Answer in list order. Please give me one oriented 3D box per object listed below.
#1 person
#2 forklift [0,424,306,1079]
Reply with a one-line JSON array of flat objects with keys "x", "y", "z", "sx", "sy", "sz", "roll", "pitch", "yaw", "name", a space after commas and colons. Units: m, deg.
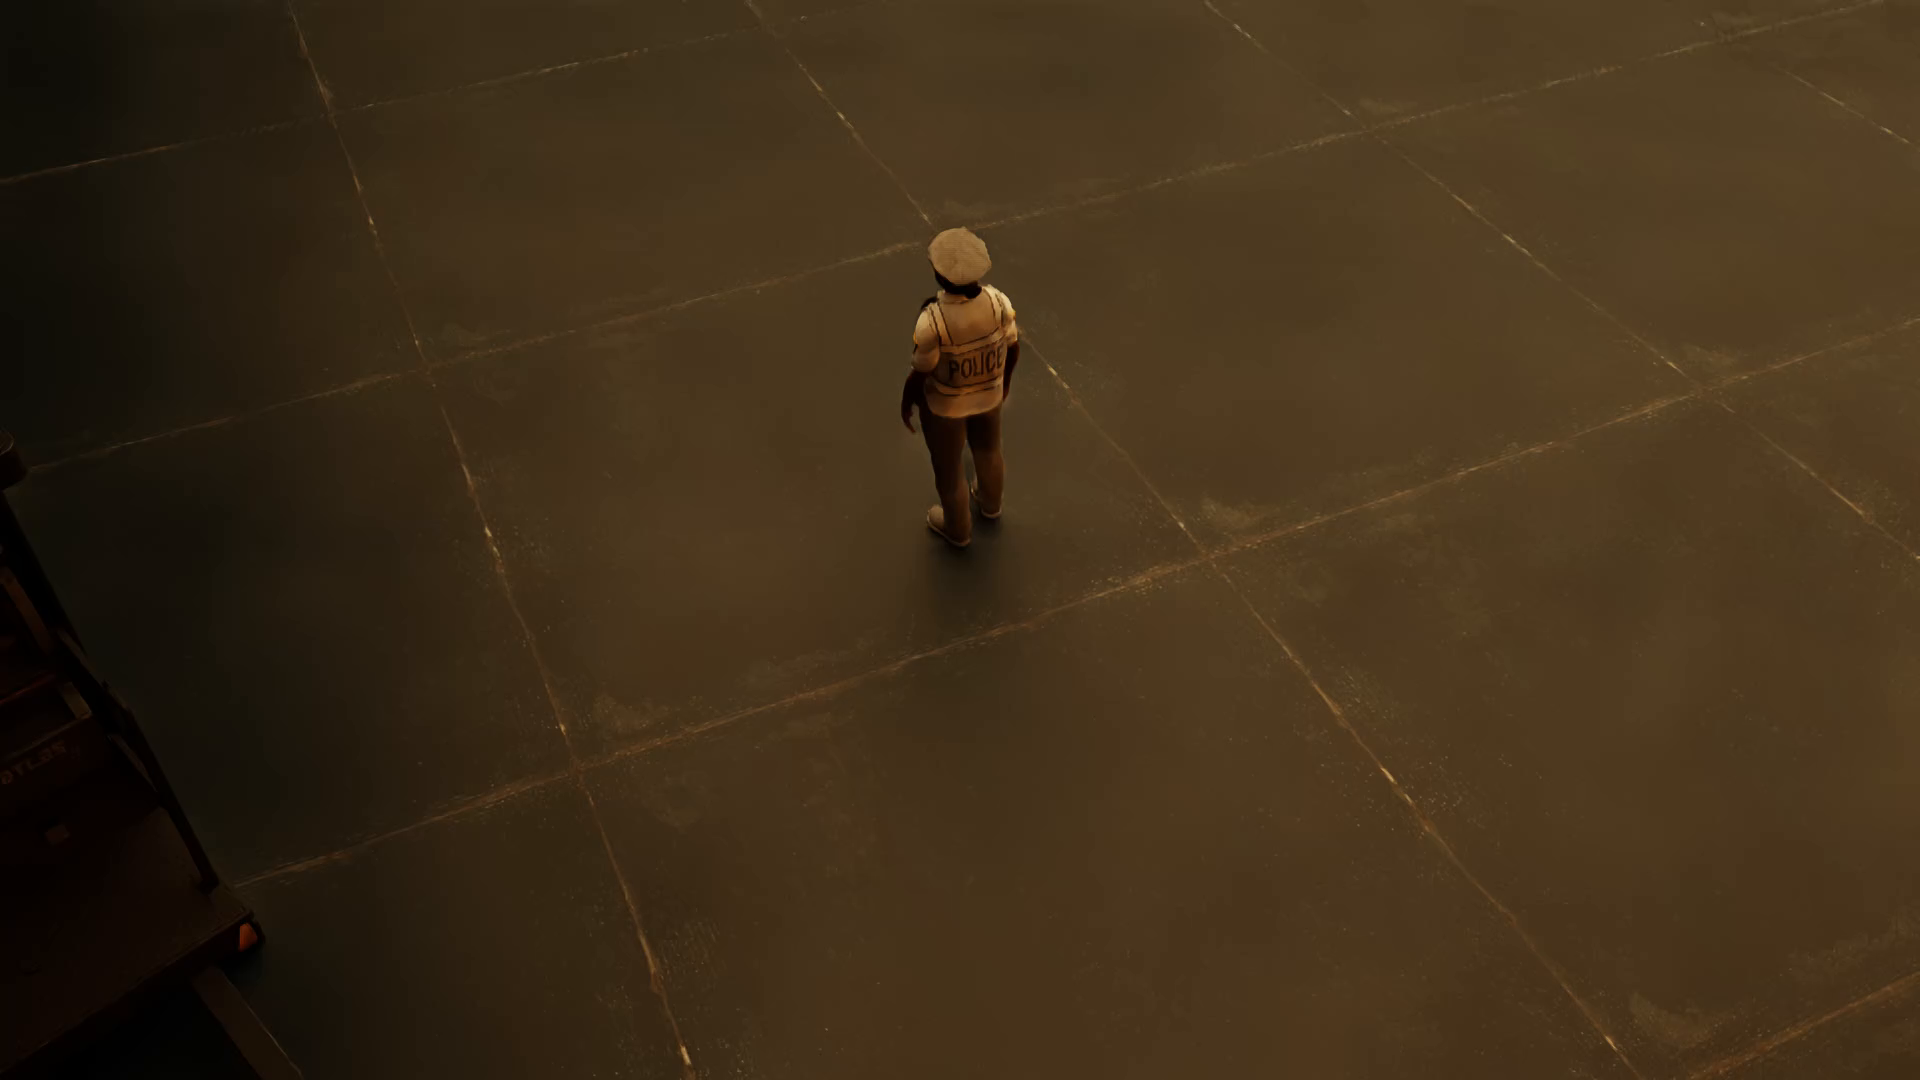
[{"x": -0.014, "y": -0.677, "z": 7.301, "sx": 0.570, "sy": 1.695, "sz": 0.529, "roll": -18, "pitch": 46, "yaw": -18, "name": "person"}, {"x": -3.226, "y": 0.534, "z": 5.108, "sx": 1.130, "sy": 2.935, "sz": 3.031, "roll": -34, "pitch": 53, "yaw": -31, "name": "forklift"}]
